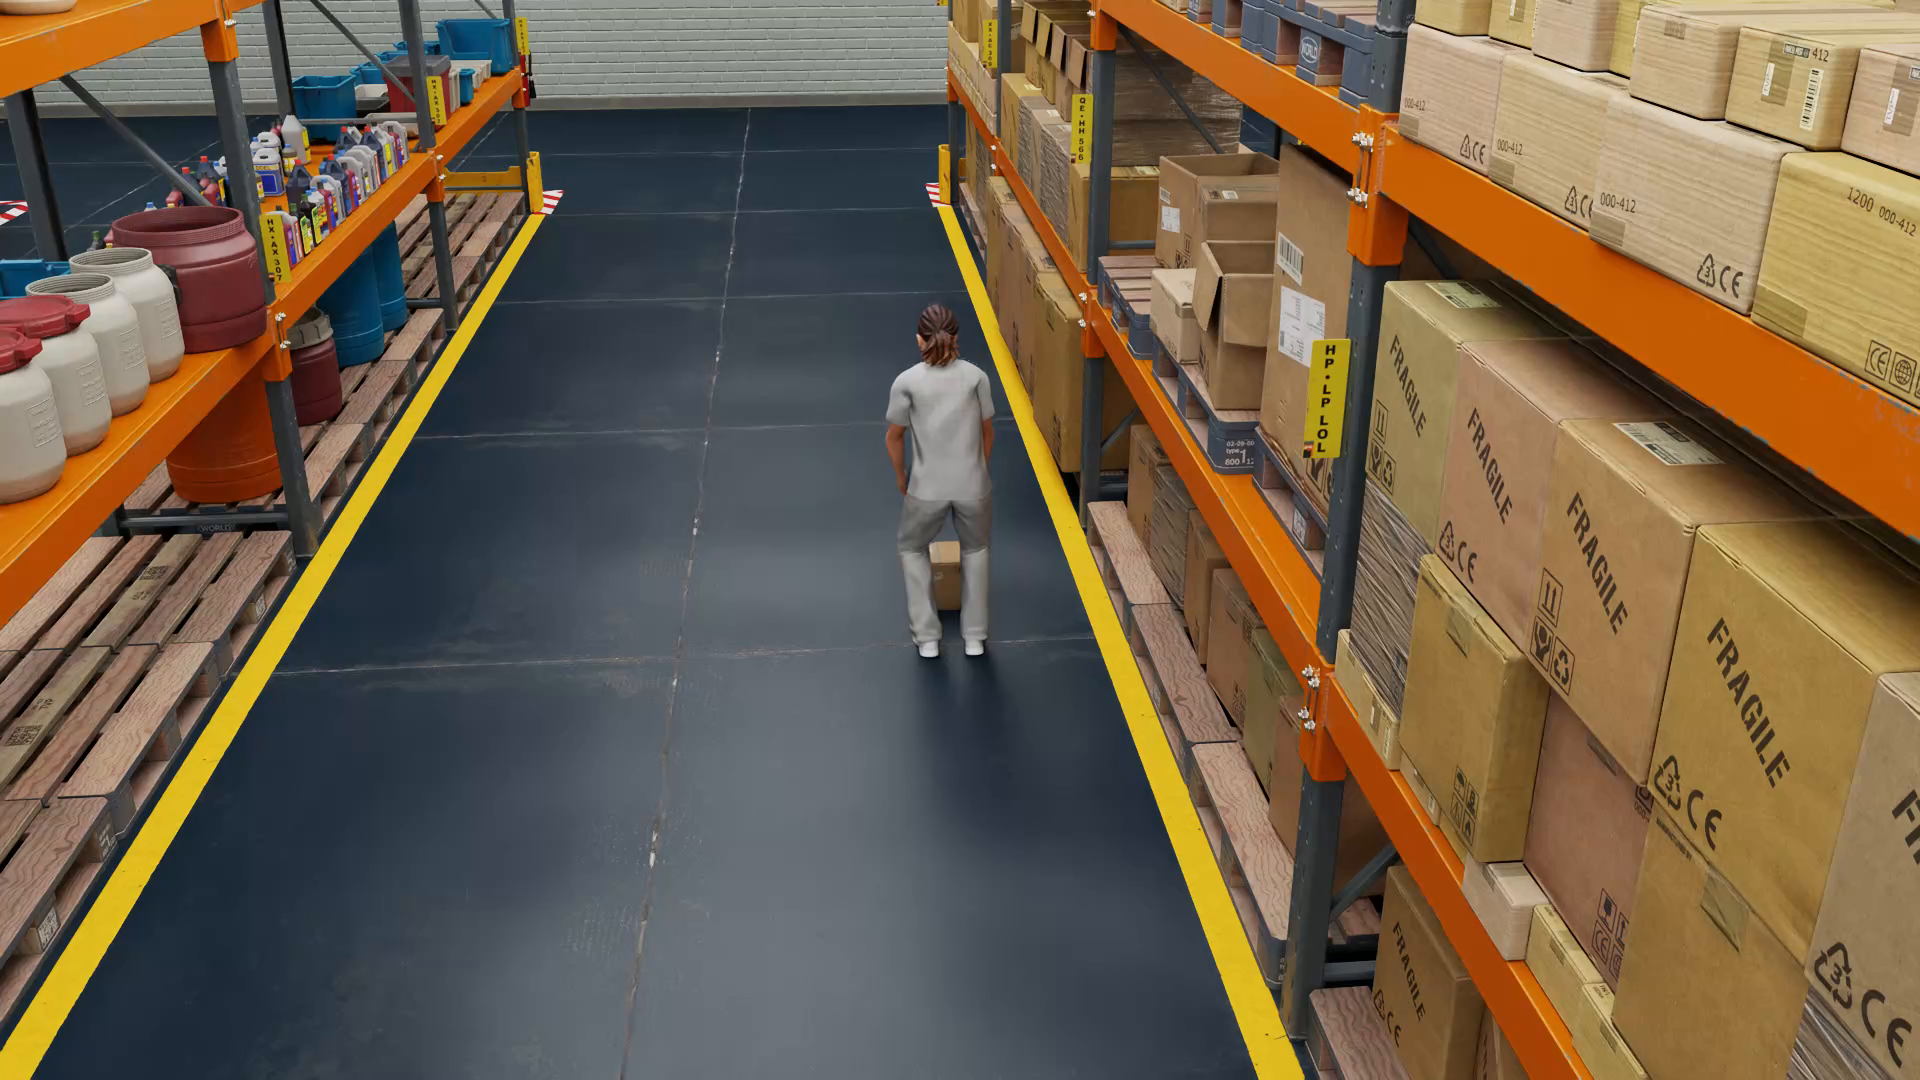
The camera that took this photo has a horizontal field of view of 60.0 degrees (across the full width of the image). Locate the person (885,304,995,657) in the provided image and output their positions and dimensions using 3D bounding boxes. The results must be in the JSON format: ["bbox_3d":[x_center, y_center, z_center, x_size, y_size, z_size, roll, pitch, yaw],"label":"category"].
[{"bbox_3d":[-0.085,-0.240,7.306,0.478,1.556,0.489,-2,24,-4],"label":"person"}]
